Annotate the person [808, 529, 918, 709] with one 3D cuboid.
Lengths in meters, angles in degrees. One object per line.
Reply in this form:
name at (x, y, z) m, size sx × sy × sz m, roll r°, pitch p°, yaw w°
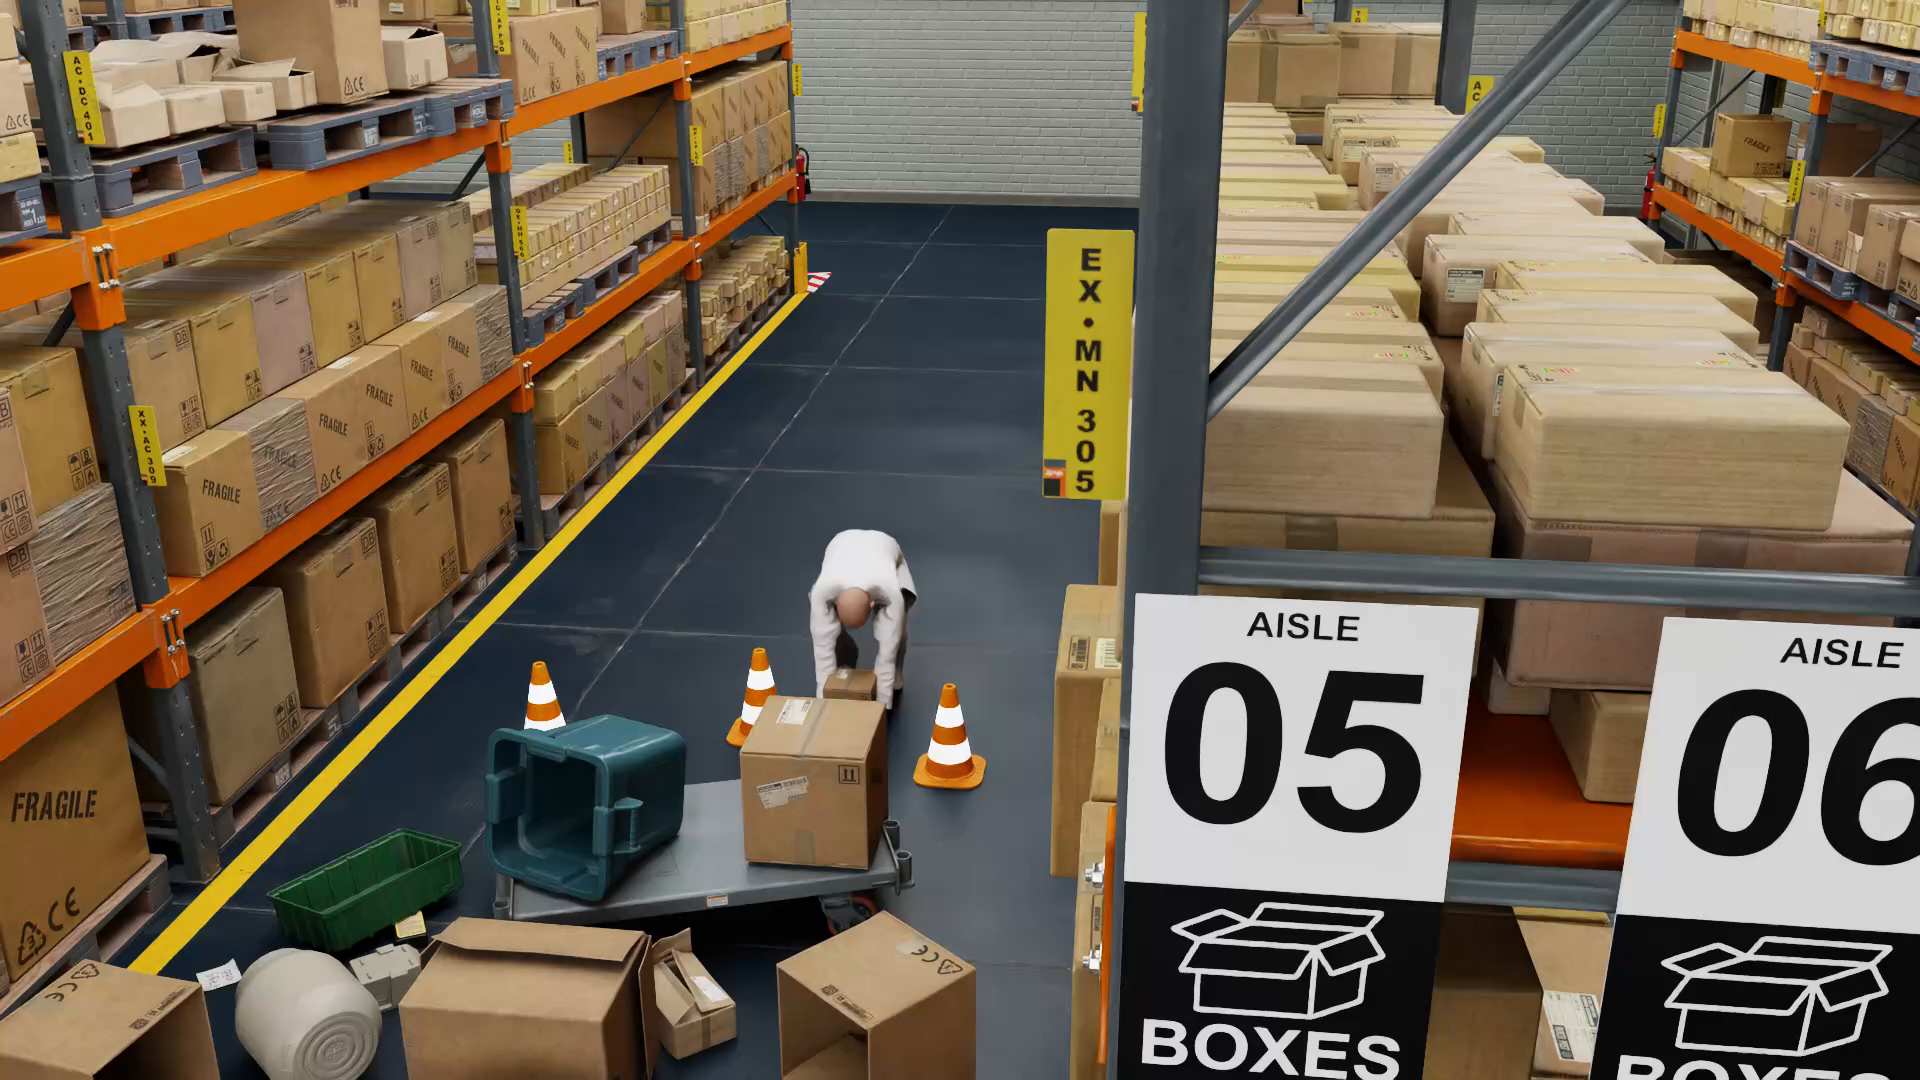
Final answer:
person at (-0.526, 0.431, 8.795) m, size 0.589 × 0.874 × 0.953 m, roll 2°, pitch 21°, yaw 5°
